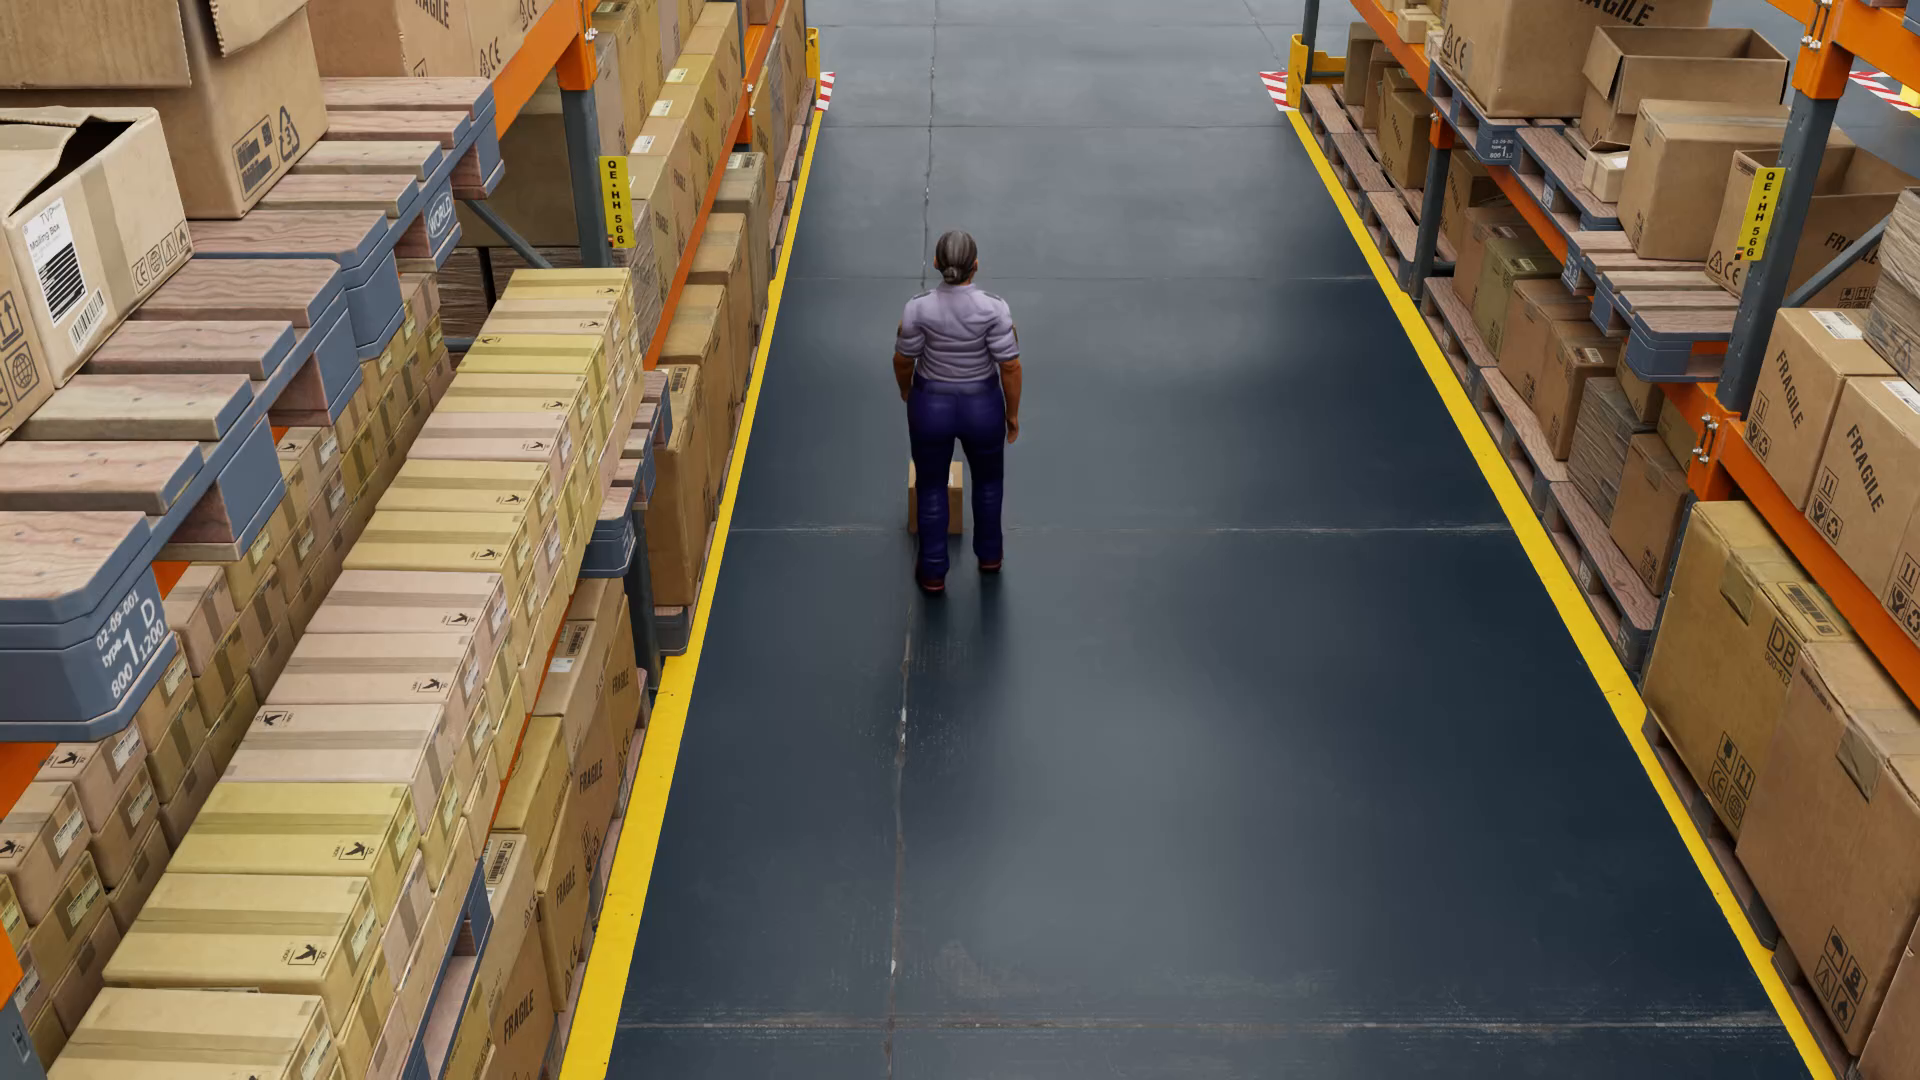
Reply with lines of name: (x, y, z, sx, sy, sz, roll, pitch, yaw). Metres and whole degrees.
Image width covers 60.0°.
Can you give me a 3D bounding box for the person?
person: (-0.016, -0.561, 7.060, 0.528, 1.671, 0.485, -1, 32, -1)
